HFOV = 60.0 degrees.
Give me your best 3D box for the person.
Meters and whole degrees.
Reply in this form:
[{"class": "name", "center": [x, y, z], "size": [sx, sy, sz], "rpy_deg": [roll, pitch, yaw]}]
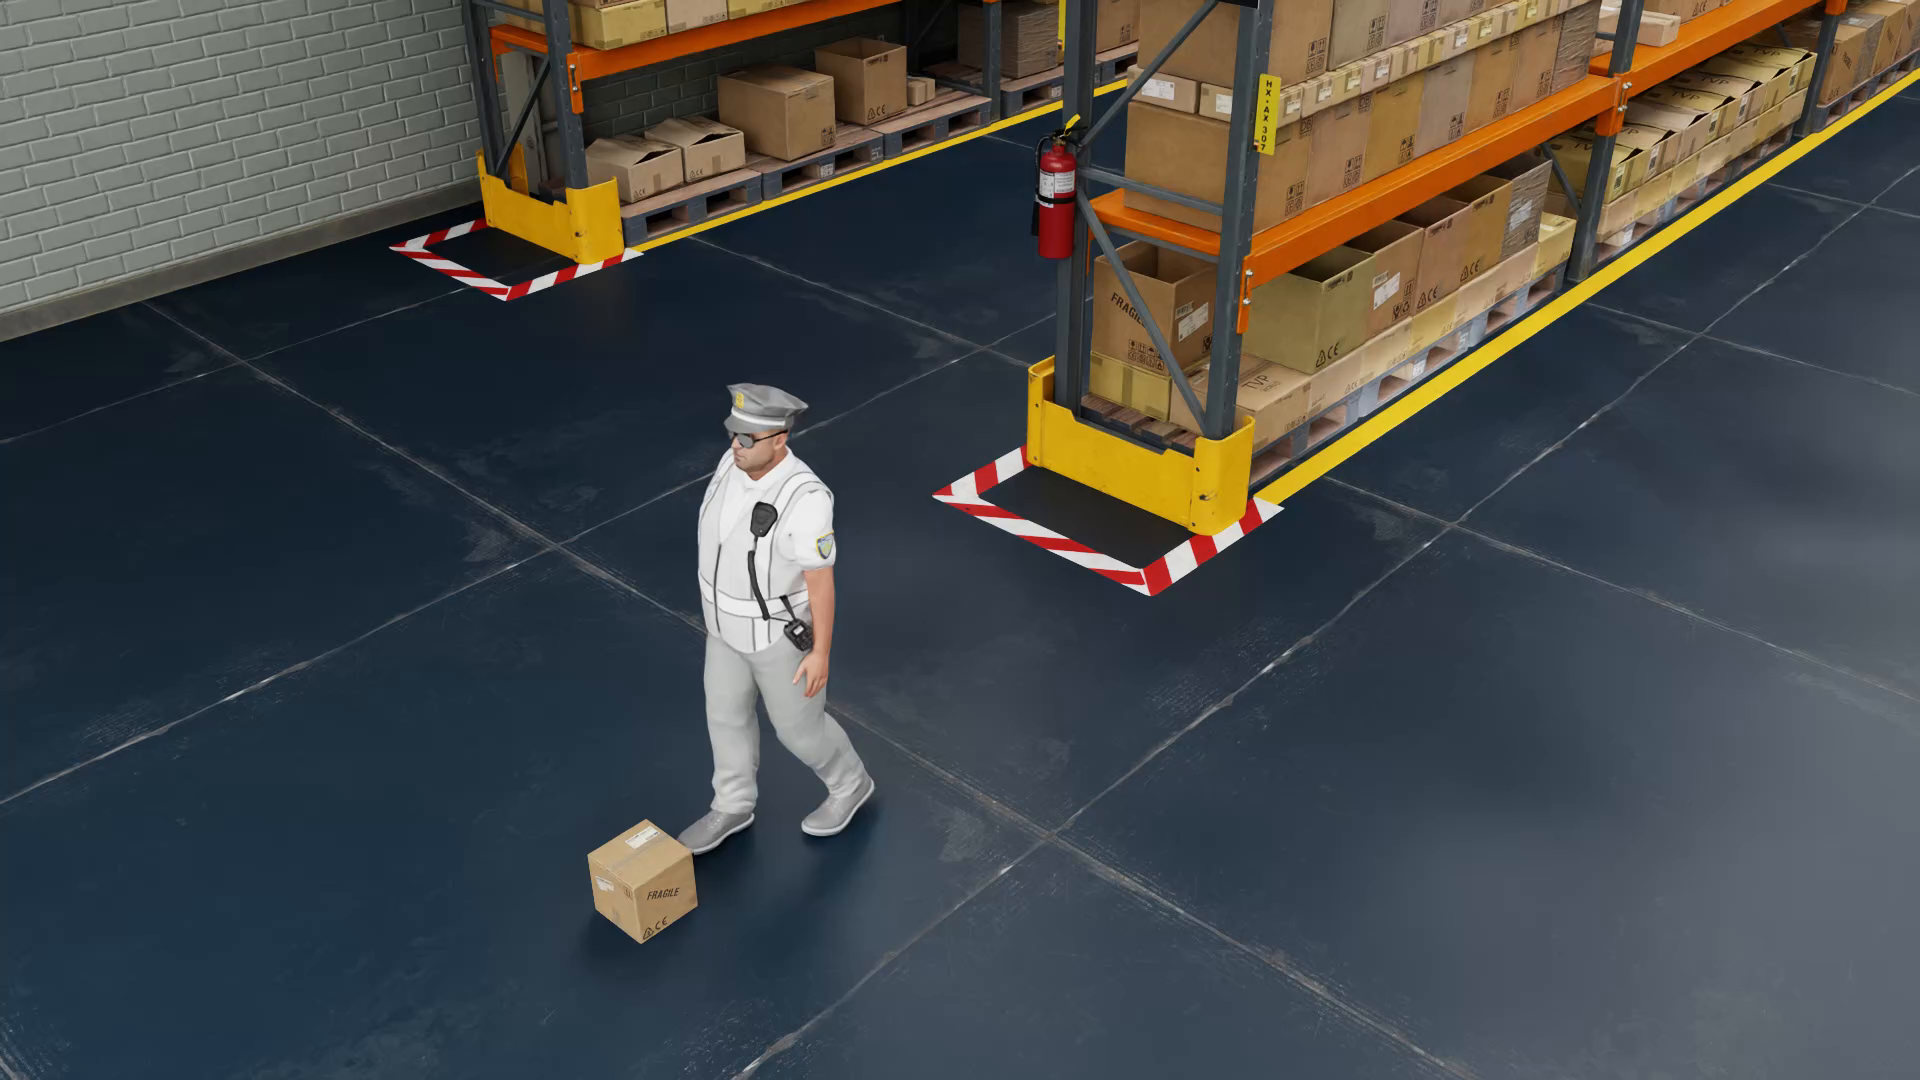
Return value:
[{"class": "person", "center": [-0.701, 0.296, 5.608], "size": [0.555, 1.768, 0.675], "rpy_deg": [27, 40, 37]}]
